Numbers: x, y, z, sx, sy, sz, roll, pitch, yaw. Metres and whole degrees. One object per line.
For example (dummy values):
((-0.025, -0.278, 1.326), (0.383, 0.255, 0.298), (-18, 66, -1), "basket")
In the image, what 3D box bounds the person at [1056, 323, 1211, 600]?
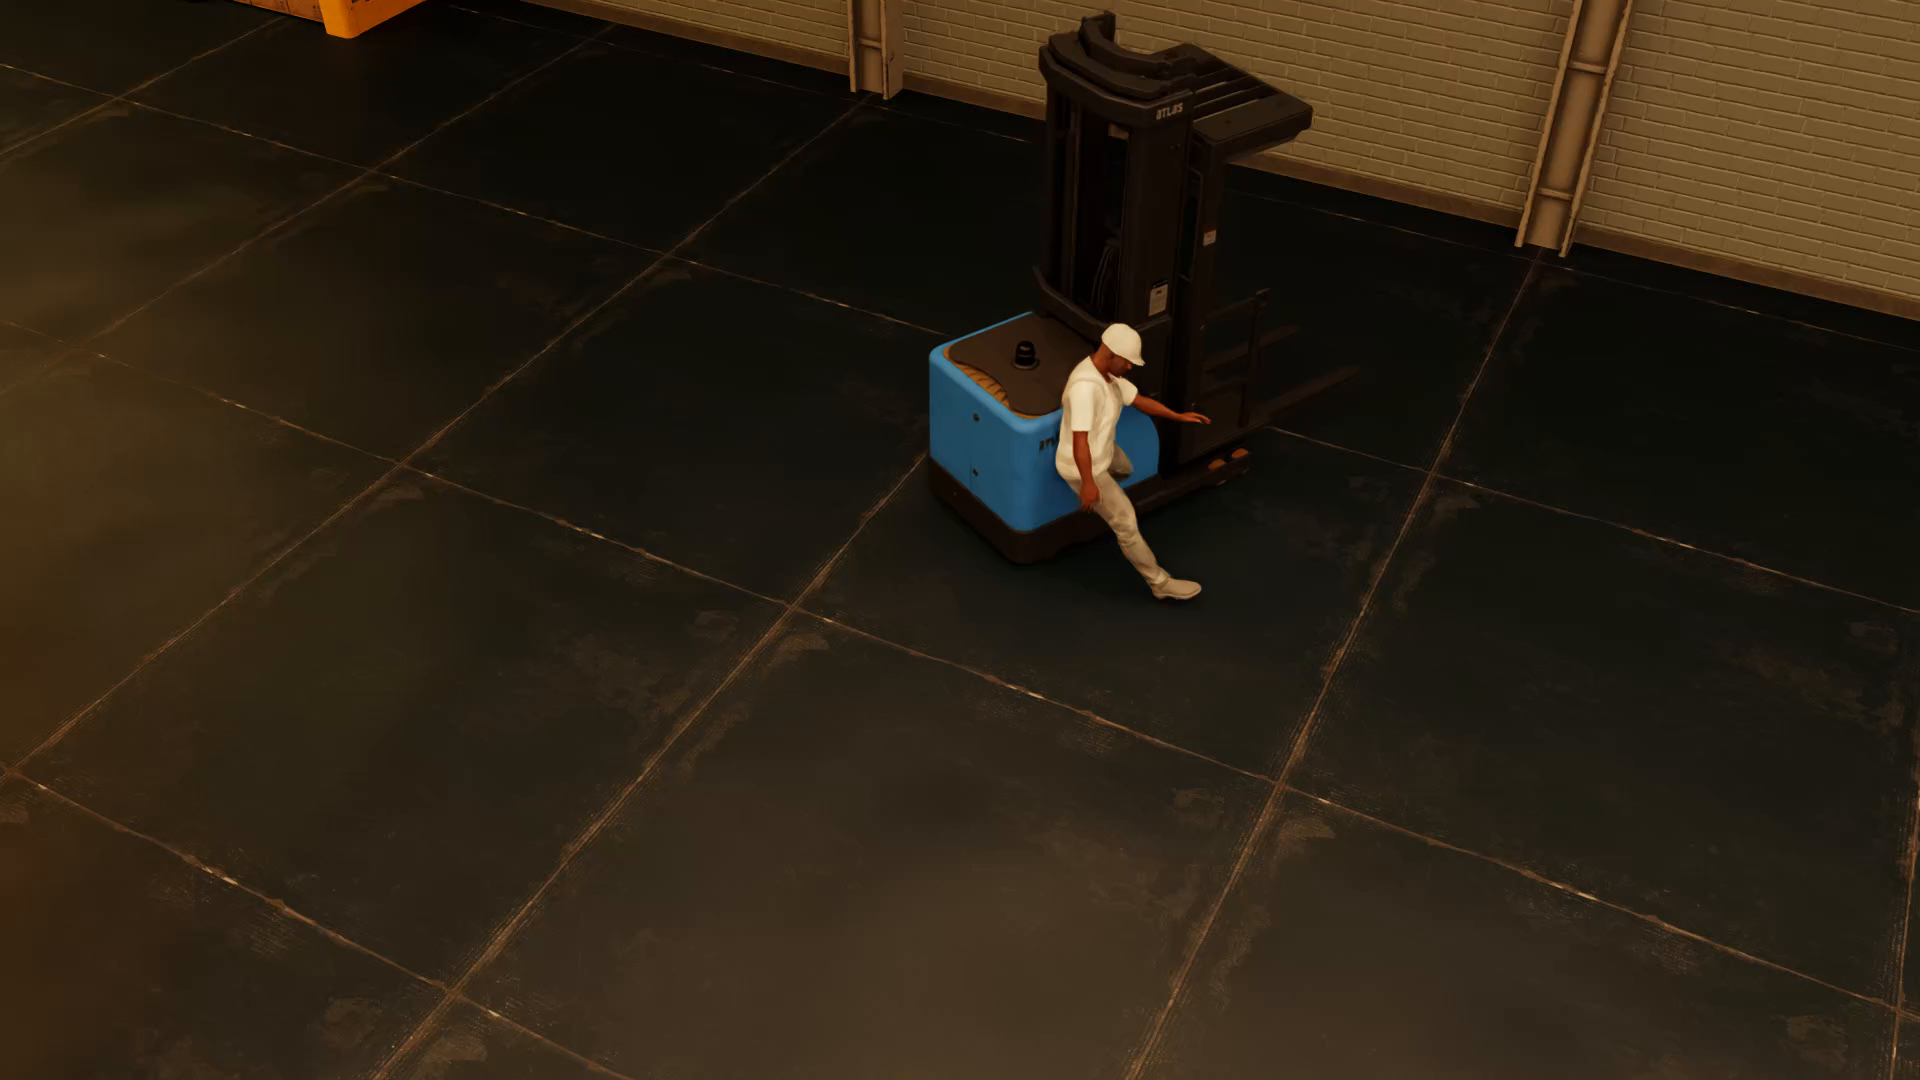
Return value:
((1.002, -0.517, 9.617), (1.038, 1.561, 1.005), (10, 41, 12), "person")

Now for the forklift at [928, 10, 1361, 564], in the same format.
((1.297, -1.731, 10.041), (3.031, 2.935, 1.130), (-24, 46, -26), "forklift")
